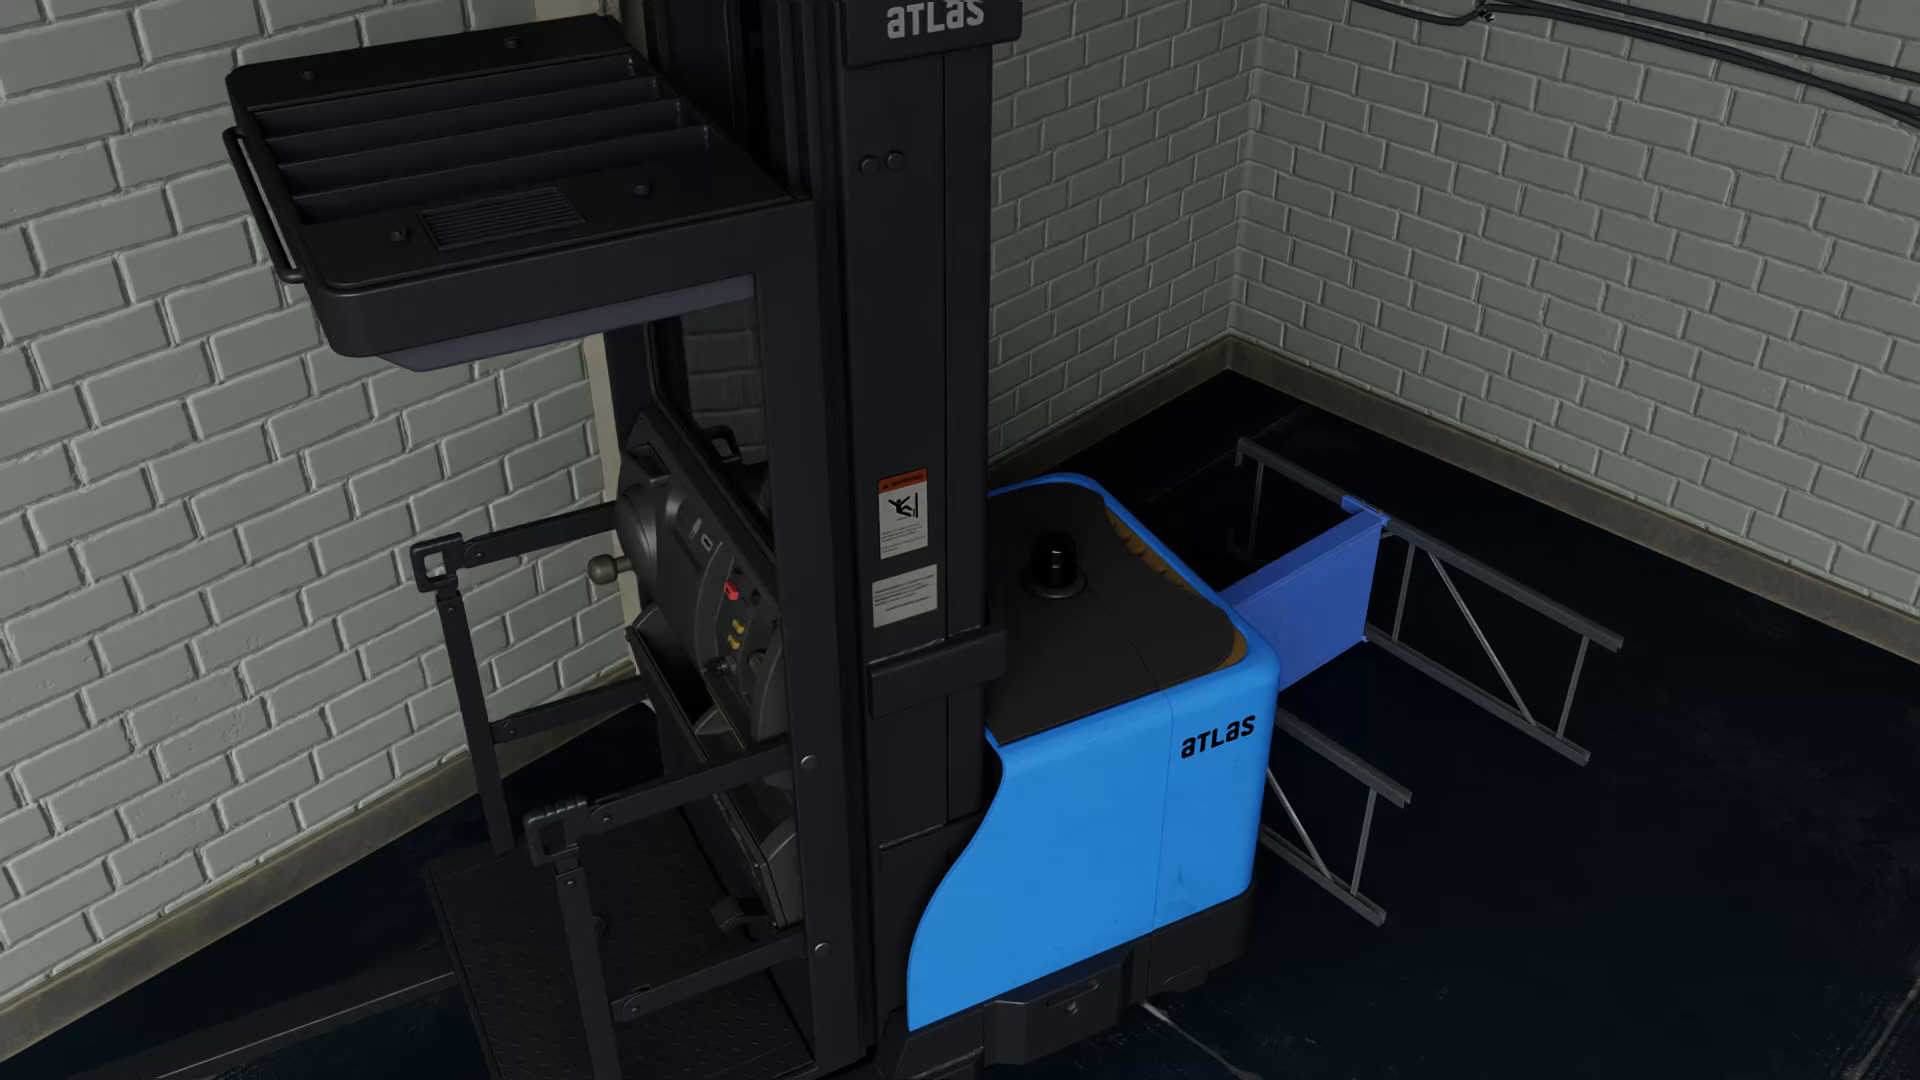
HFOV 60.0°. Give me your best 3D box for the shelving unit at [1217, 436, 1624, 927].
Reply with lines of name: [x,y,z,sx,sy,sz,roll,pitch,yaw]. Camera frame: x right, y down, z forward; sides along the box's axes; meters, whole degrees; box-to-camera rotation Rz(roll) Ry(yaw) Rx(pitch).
shelving unit: [1.085,0.360,5.263,1.048,0.538,1.500,-26,42,-32]

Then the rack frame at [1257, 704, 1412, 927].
rack frame: [0.697,0.548,4.994,0.032,0.500,1.500,-26,42,-32]

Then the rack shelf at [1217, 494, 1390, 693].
rack shelf: [0.969,0.281,5.376,1.000,0.538,0.185,-26,42,-32]

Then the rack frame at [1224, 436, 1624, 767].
rack frame: [1.473,0.172,5.533,0.032,0.500,1.500,-26,42,-32]

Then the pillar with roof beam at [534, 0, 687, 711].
pillar with roof beam: [2.224,-1.460,0.477,9.100,9.000,0.400,30,45,35]

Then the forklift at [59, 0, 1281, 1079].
forklift: [-0.757,0.097,3.549,3.031,2.935,1.130,-16,38,-22]
